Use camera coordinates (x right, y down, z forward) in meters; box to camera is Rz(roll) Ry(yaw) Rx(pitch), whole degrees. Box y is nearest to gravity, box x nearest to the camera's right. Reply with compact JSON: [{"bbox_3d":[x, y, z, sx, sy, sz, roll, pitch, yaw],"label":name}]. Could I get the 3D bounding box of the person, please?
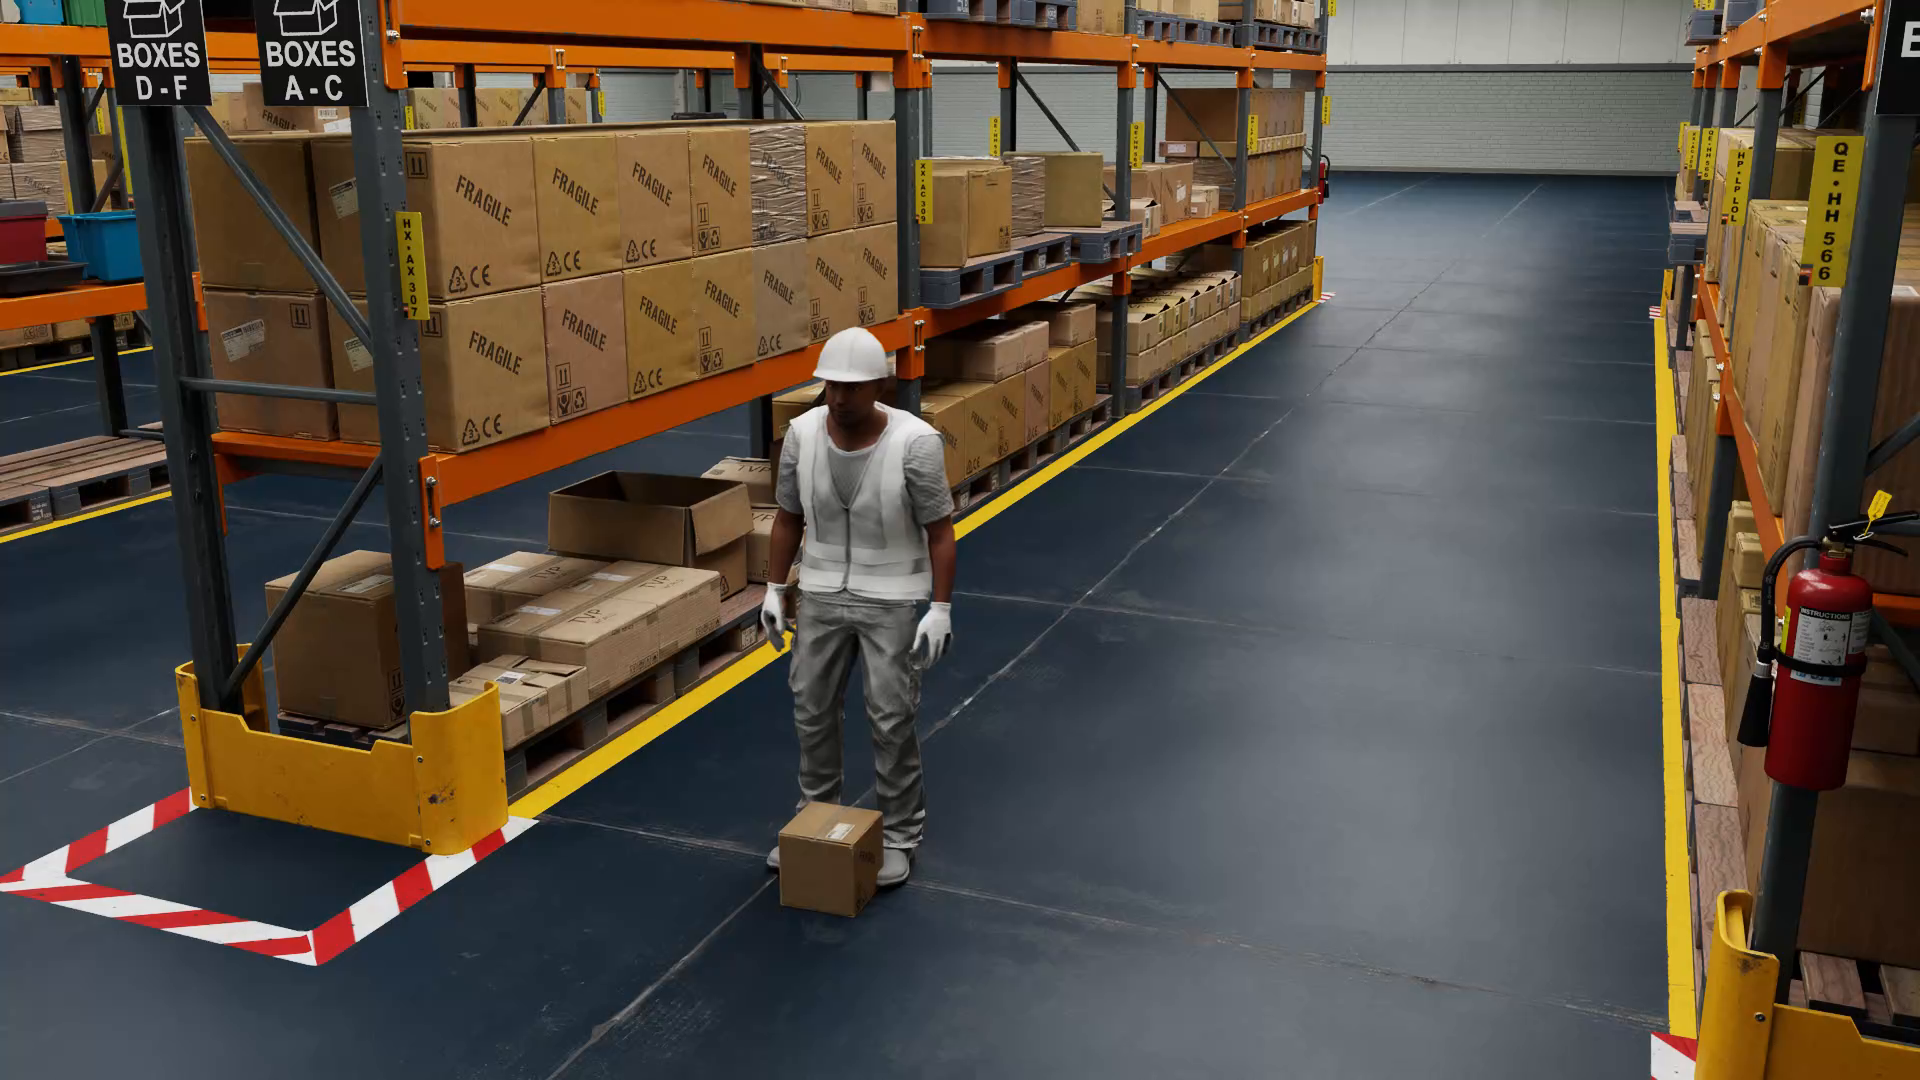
[{"bbox_3d":[-0.319,0.210,5.229,0.633,1.775,0.447,5,16,19],"label":"person"}]
